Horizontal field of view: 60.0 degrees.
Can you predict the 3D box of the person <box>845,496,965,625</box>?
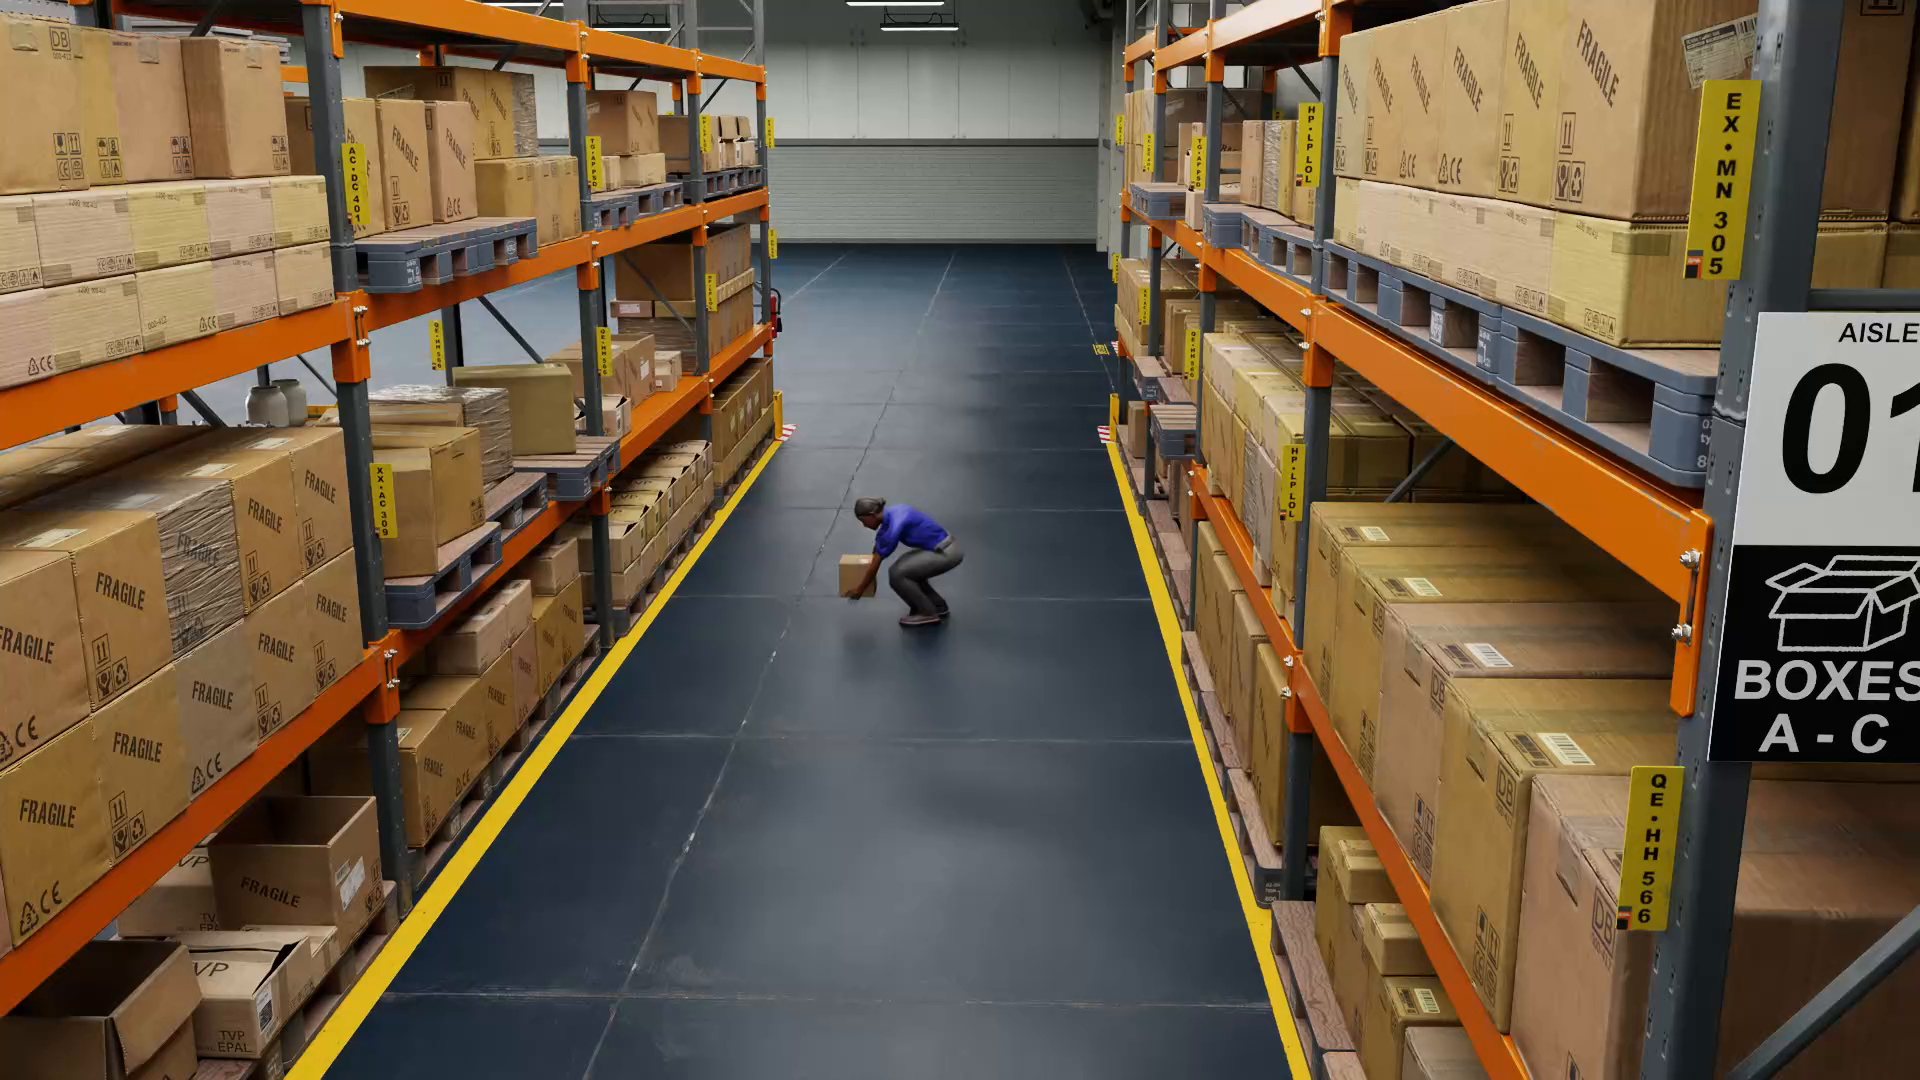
[{"bbox_3d":[-0.394,0.134,11.995,0.868,0.934,0.452,0,14,0],"label":"person"}]
